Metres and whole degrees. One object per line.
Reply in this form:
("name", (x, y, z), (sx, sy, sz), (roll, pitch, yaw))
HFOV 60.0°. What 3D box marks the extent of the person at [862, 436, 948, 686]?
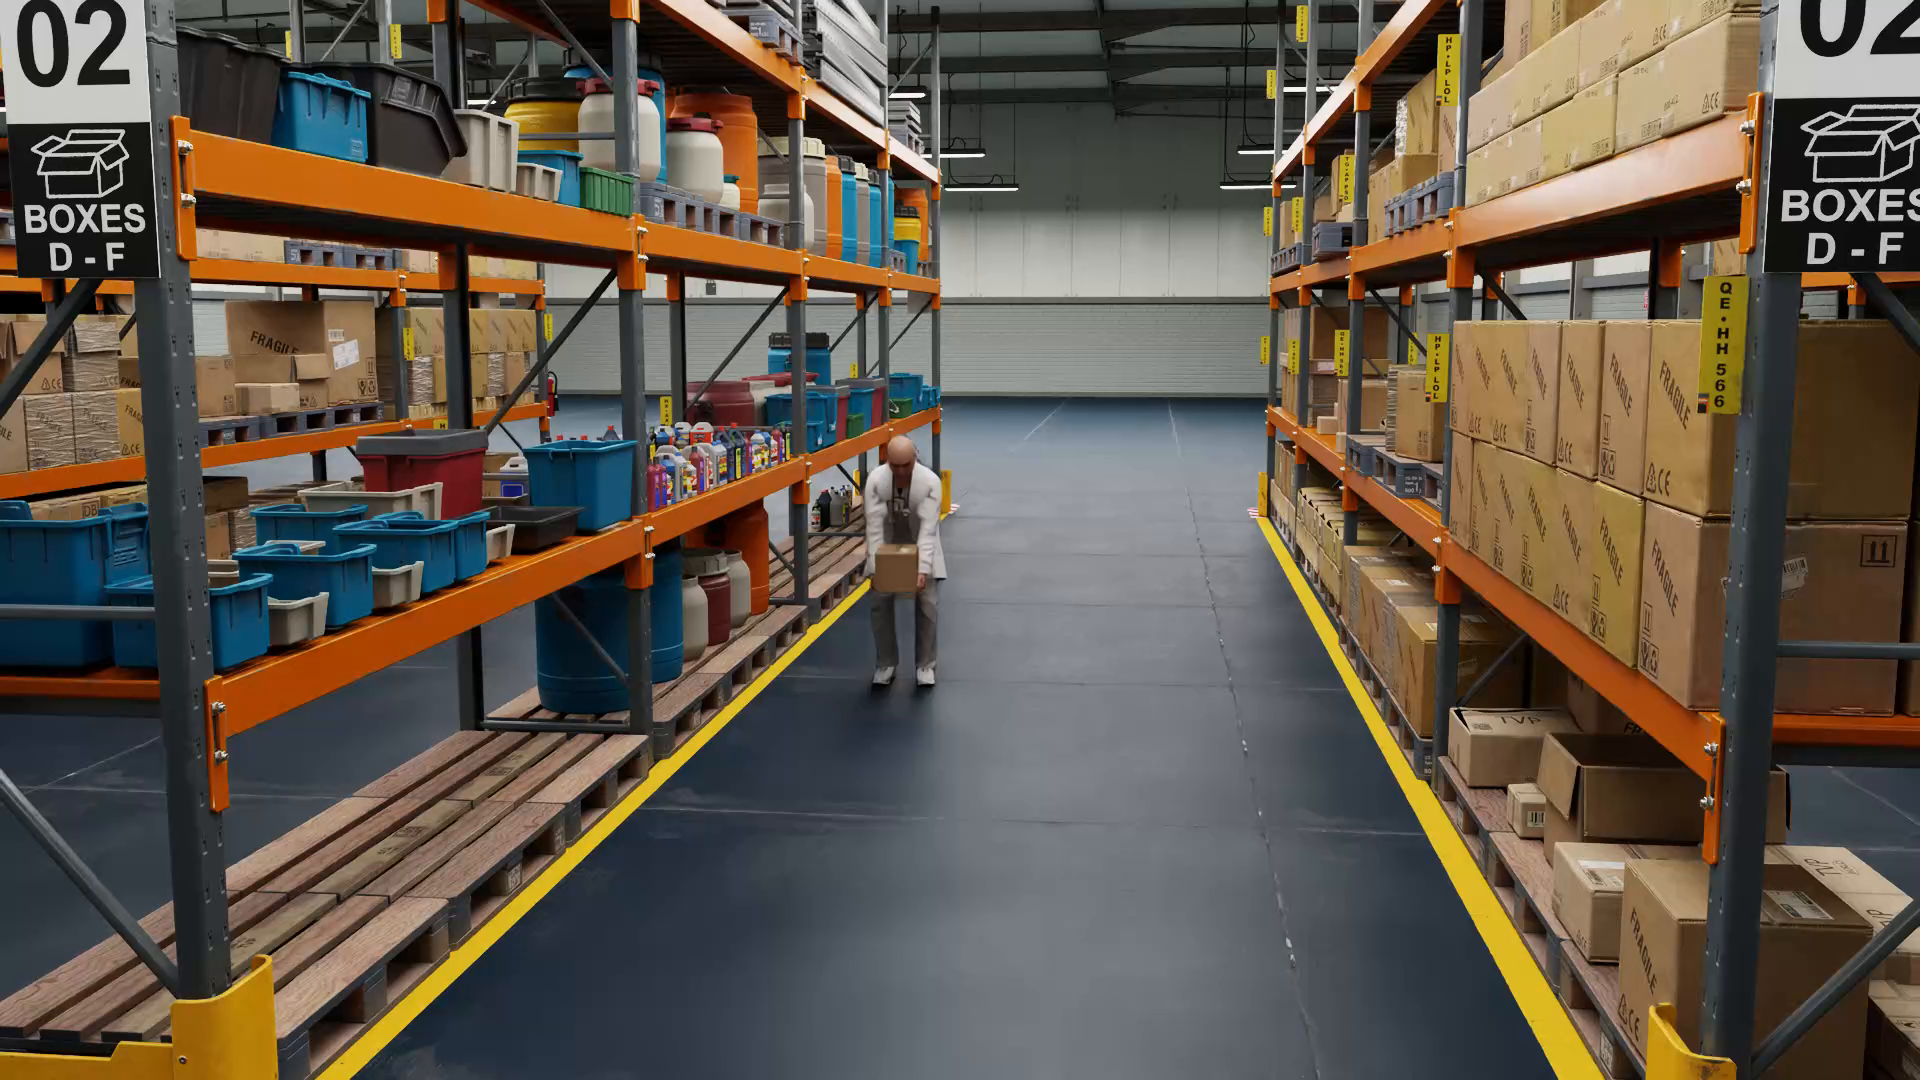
("person", (-0.365, 0.136, 10.498), (0.550, 1.603, 0.716), (1, 7, 5))
